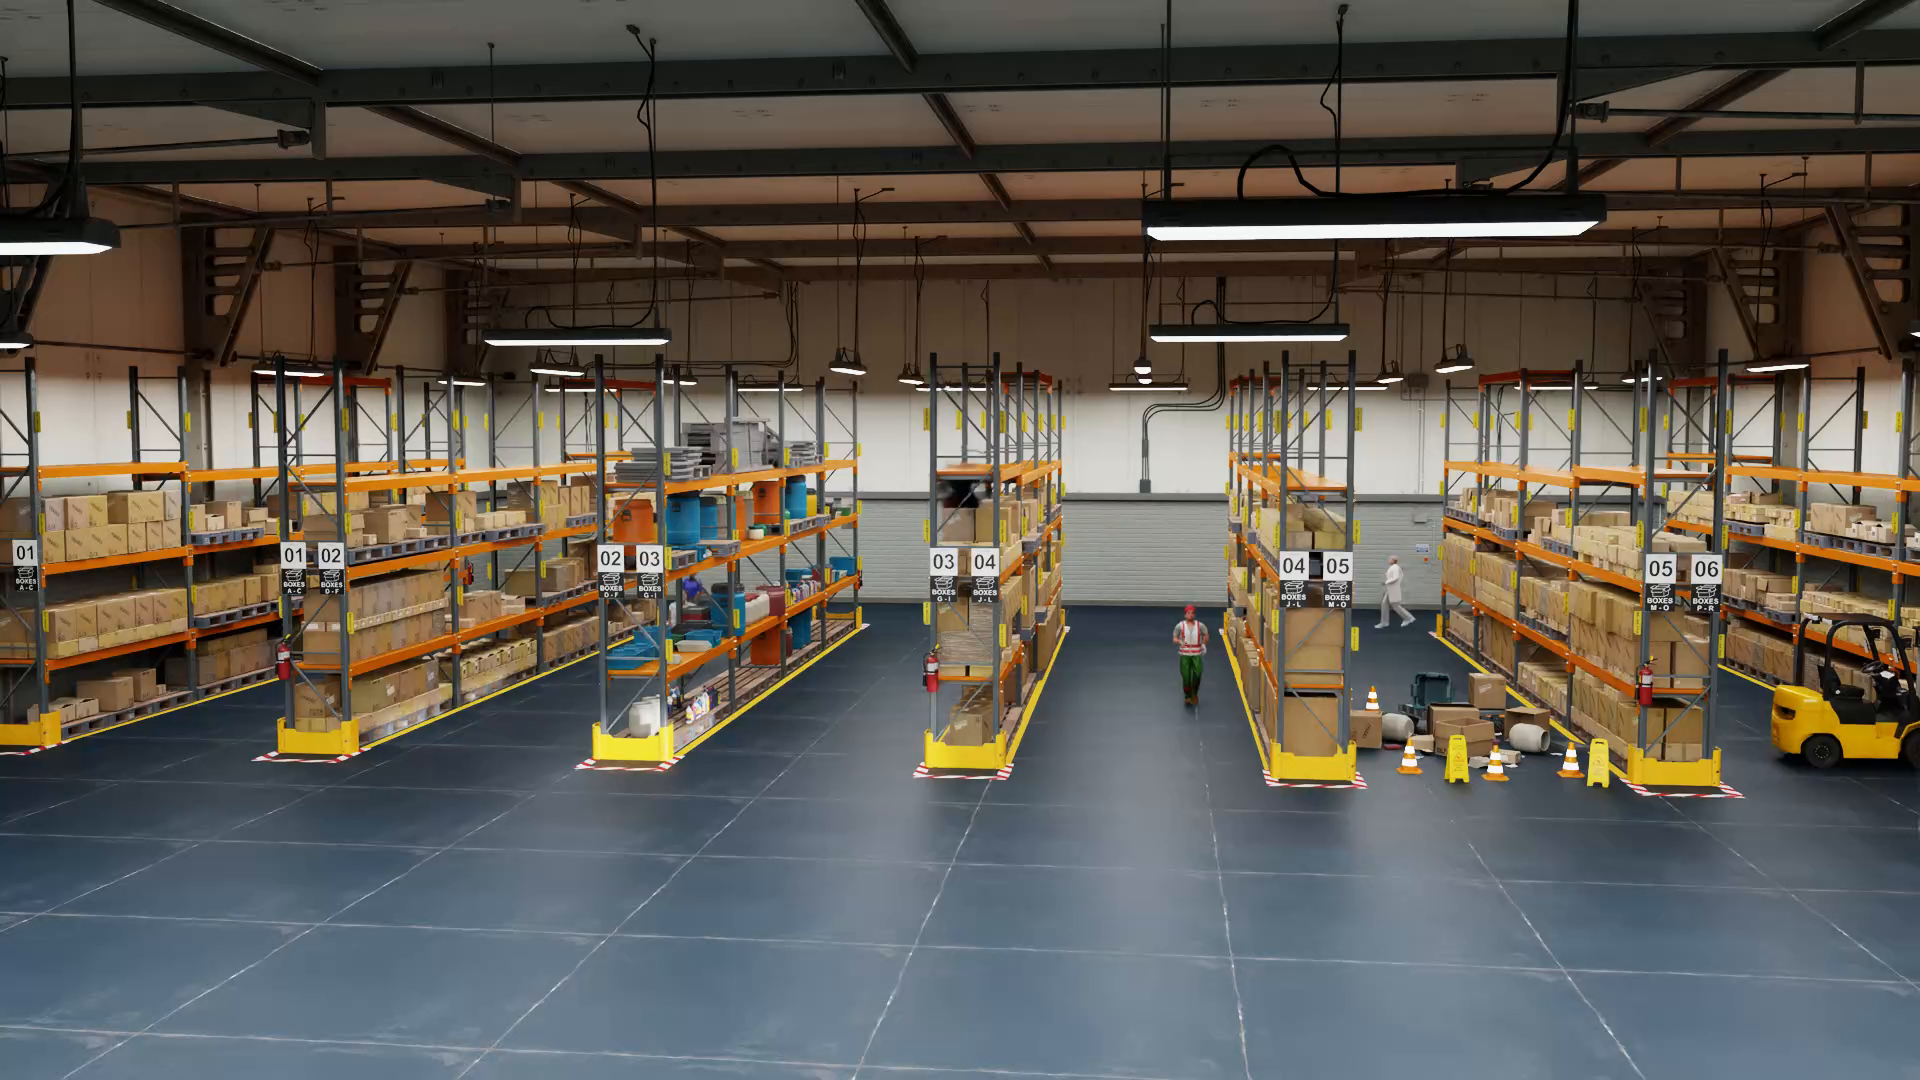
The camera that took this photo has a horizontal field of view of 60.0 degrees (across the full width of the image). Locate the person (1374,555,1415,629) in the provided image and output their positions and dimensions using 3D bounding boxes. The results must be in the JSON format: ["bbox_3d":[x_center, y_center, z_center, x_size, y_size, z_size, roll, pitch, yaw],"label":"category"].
[{"bbox_3d":[10.528,1.266,40.181,0.957,1.800,0.718,0,4,6],"label":"person"}]

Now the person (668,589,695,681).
[{"bbox_3d":[-5.399,1.840,32.453,0.686,1.829,0.876,1,4,8],"label":"person"}]

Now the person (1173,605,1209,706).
[{"bbox_3d":[4.070,2.045,29.274,0.636,1.772,0.626,0,4,6],"label":"person"}]

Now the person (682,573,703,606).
[{"bbox_3d":[-6.224,1.467,38.421,0.548,1.615,0.604,0,4,-4],"label":"person"}]
